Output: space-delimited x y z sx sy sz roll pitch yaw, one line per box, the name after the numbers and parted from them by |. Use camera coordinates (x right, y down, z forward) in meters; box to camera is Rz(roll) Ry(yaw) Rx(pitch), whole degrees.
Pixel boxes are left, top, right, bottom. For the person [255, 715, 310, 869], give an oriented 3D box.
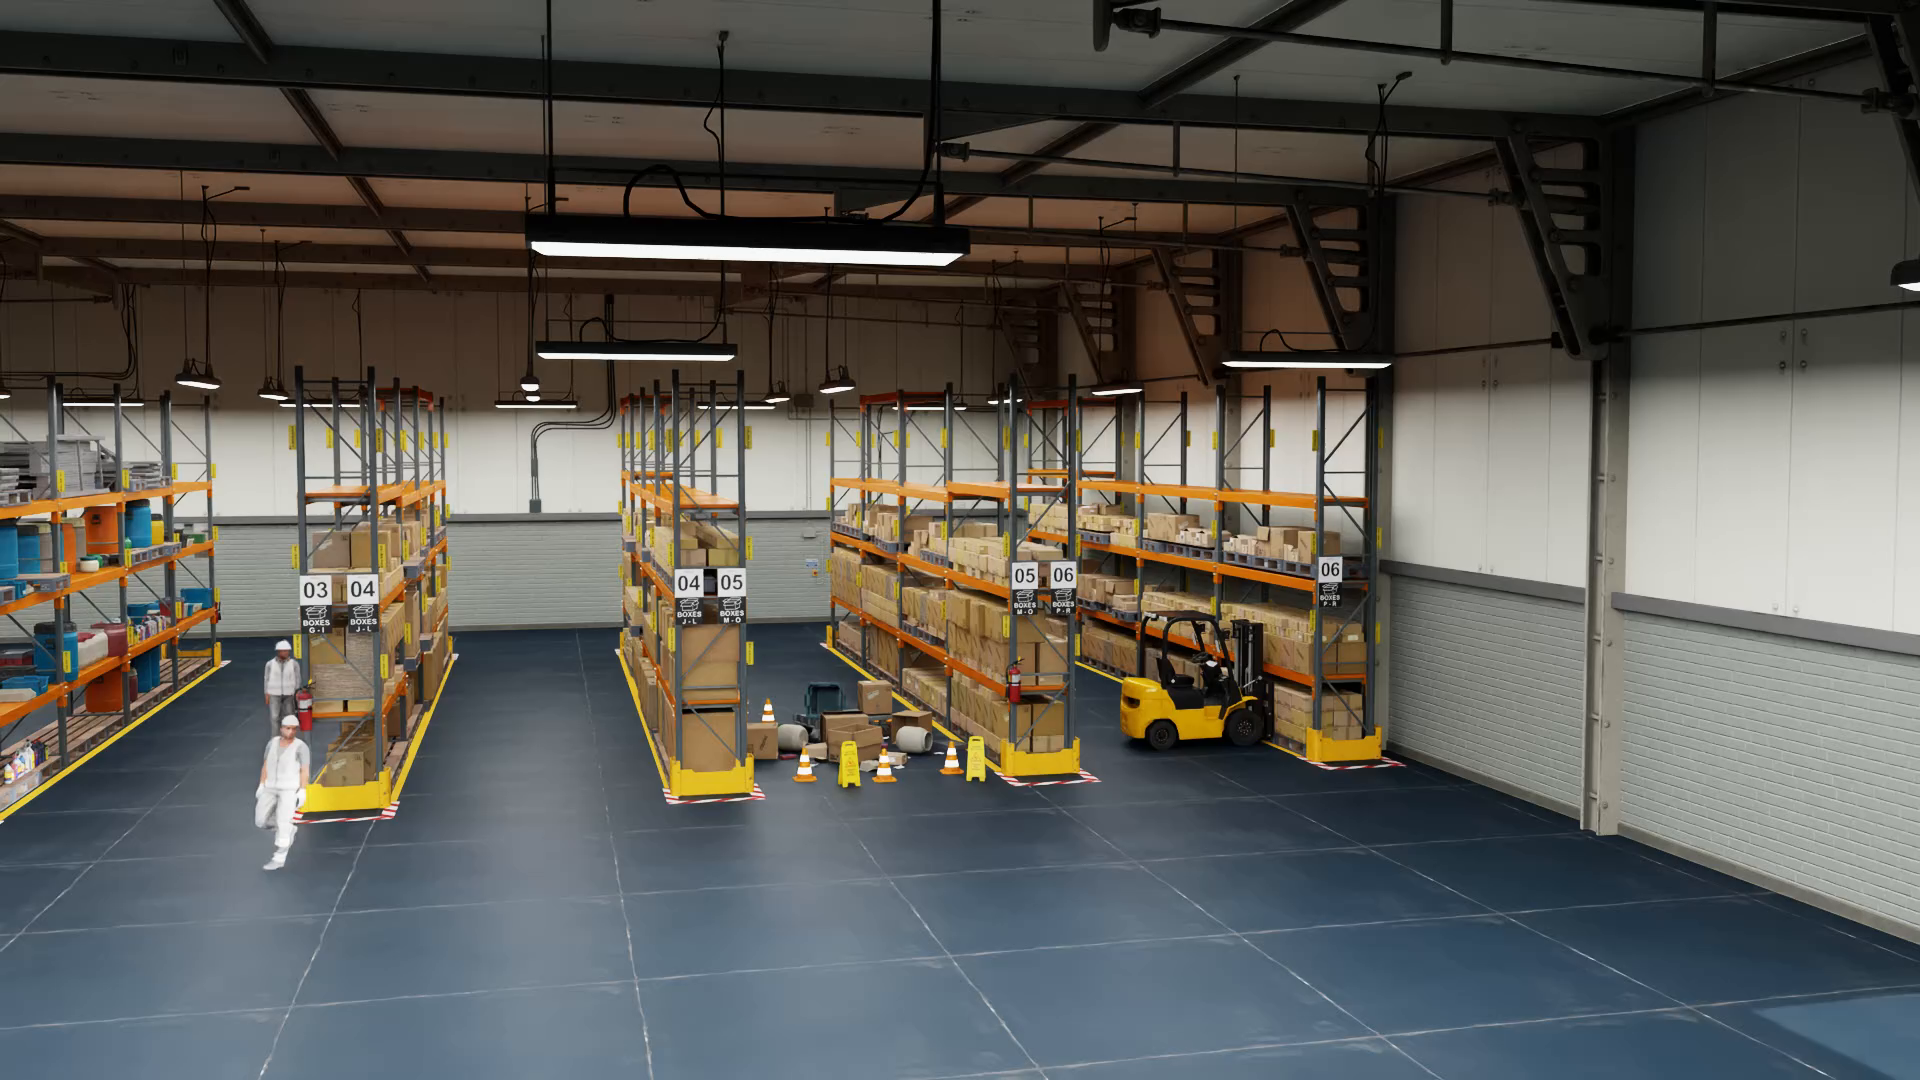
-7.963 2.941 19.541 0.576 1.772 0.662 1 3 9 | person

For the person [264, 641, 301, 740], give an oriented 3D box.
-10.944 2.535 26.886 0.570 1.773 0.752 -1 4 -23 | person
